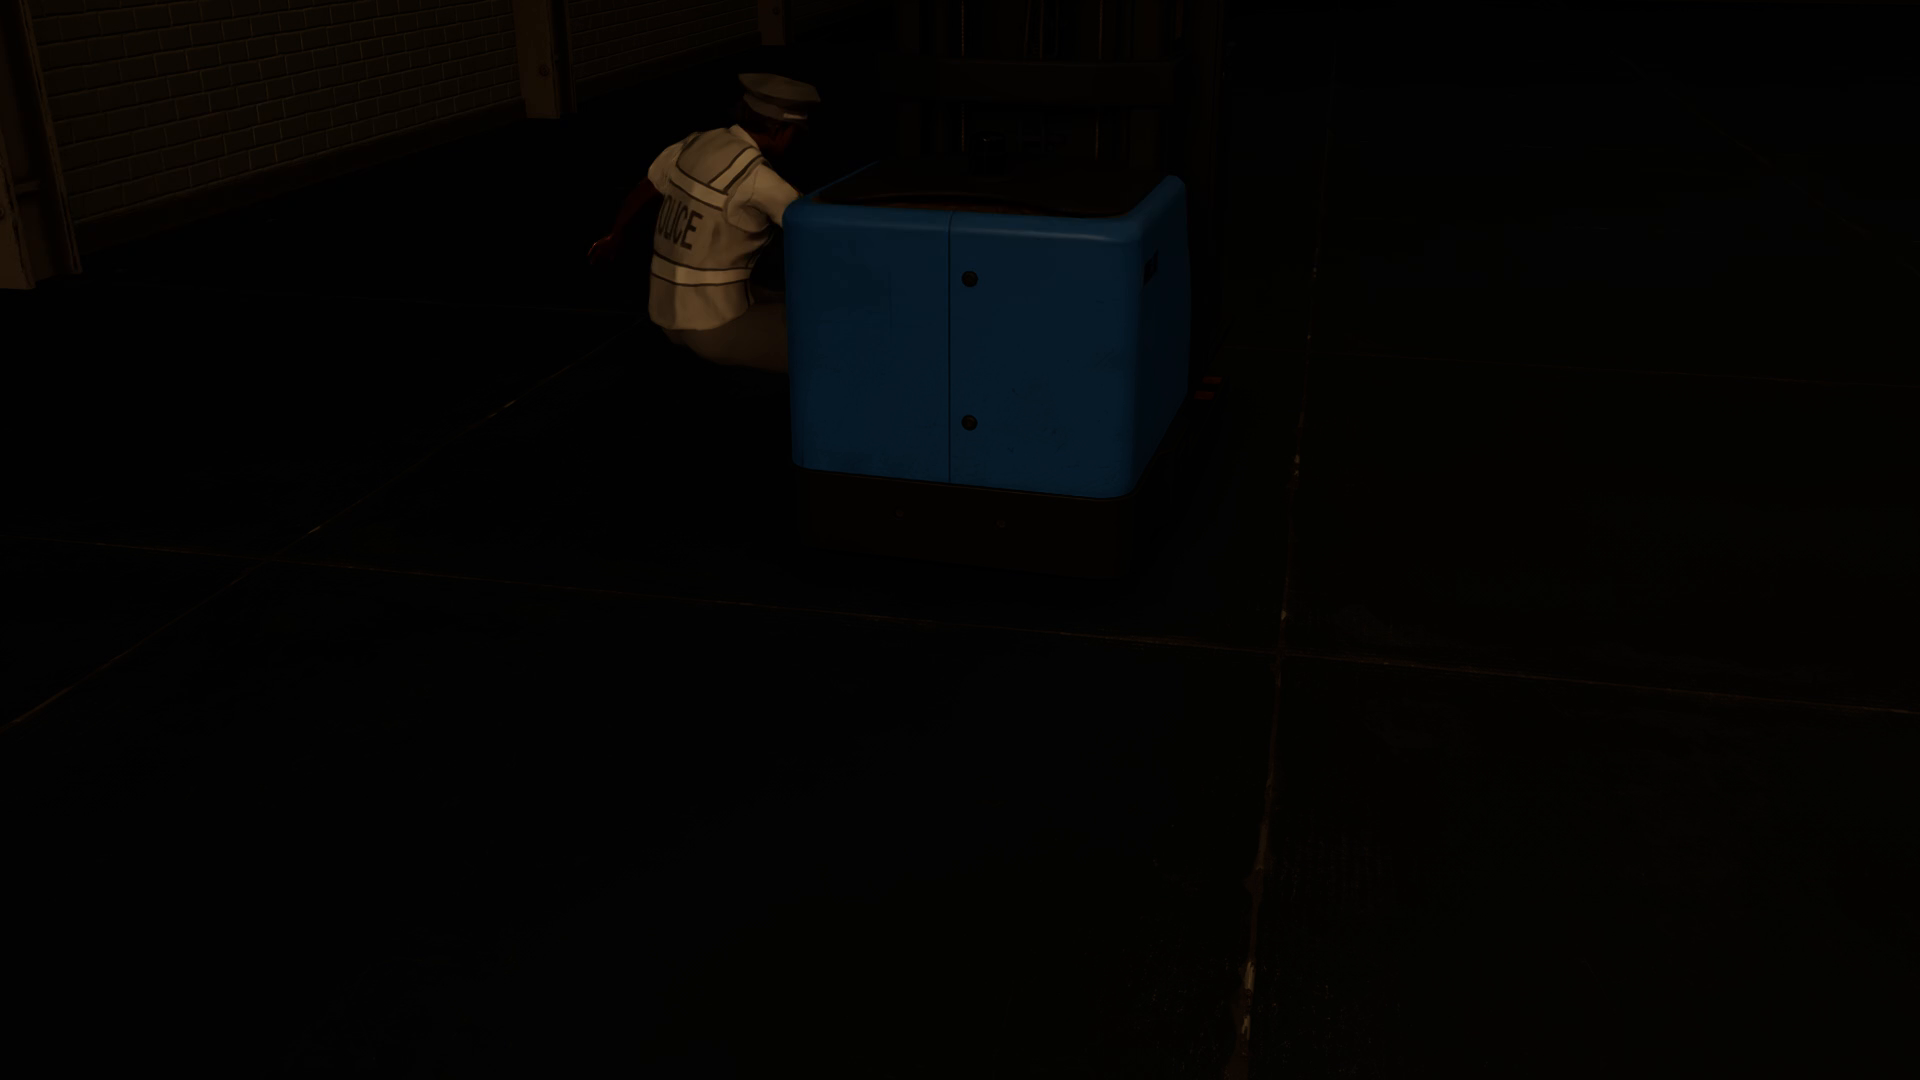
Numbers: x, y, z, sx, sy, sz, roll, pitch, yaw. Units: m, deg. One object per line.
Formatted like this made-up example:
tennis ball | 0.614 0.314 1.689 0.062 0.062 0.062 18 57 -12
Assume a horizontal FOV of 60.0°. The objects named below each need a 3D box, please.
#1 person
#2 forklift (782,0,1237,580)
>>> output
person | -0.618 -0.817 5.436 0.900 1.405 0.998 -13 26 -29
forklift | 0.390 -1.773 5.614 1.130 2.935 3.031 6 23 15
